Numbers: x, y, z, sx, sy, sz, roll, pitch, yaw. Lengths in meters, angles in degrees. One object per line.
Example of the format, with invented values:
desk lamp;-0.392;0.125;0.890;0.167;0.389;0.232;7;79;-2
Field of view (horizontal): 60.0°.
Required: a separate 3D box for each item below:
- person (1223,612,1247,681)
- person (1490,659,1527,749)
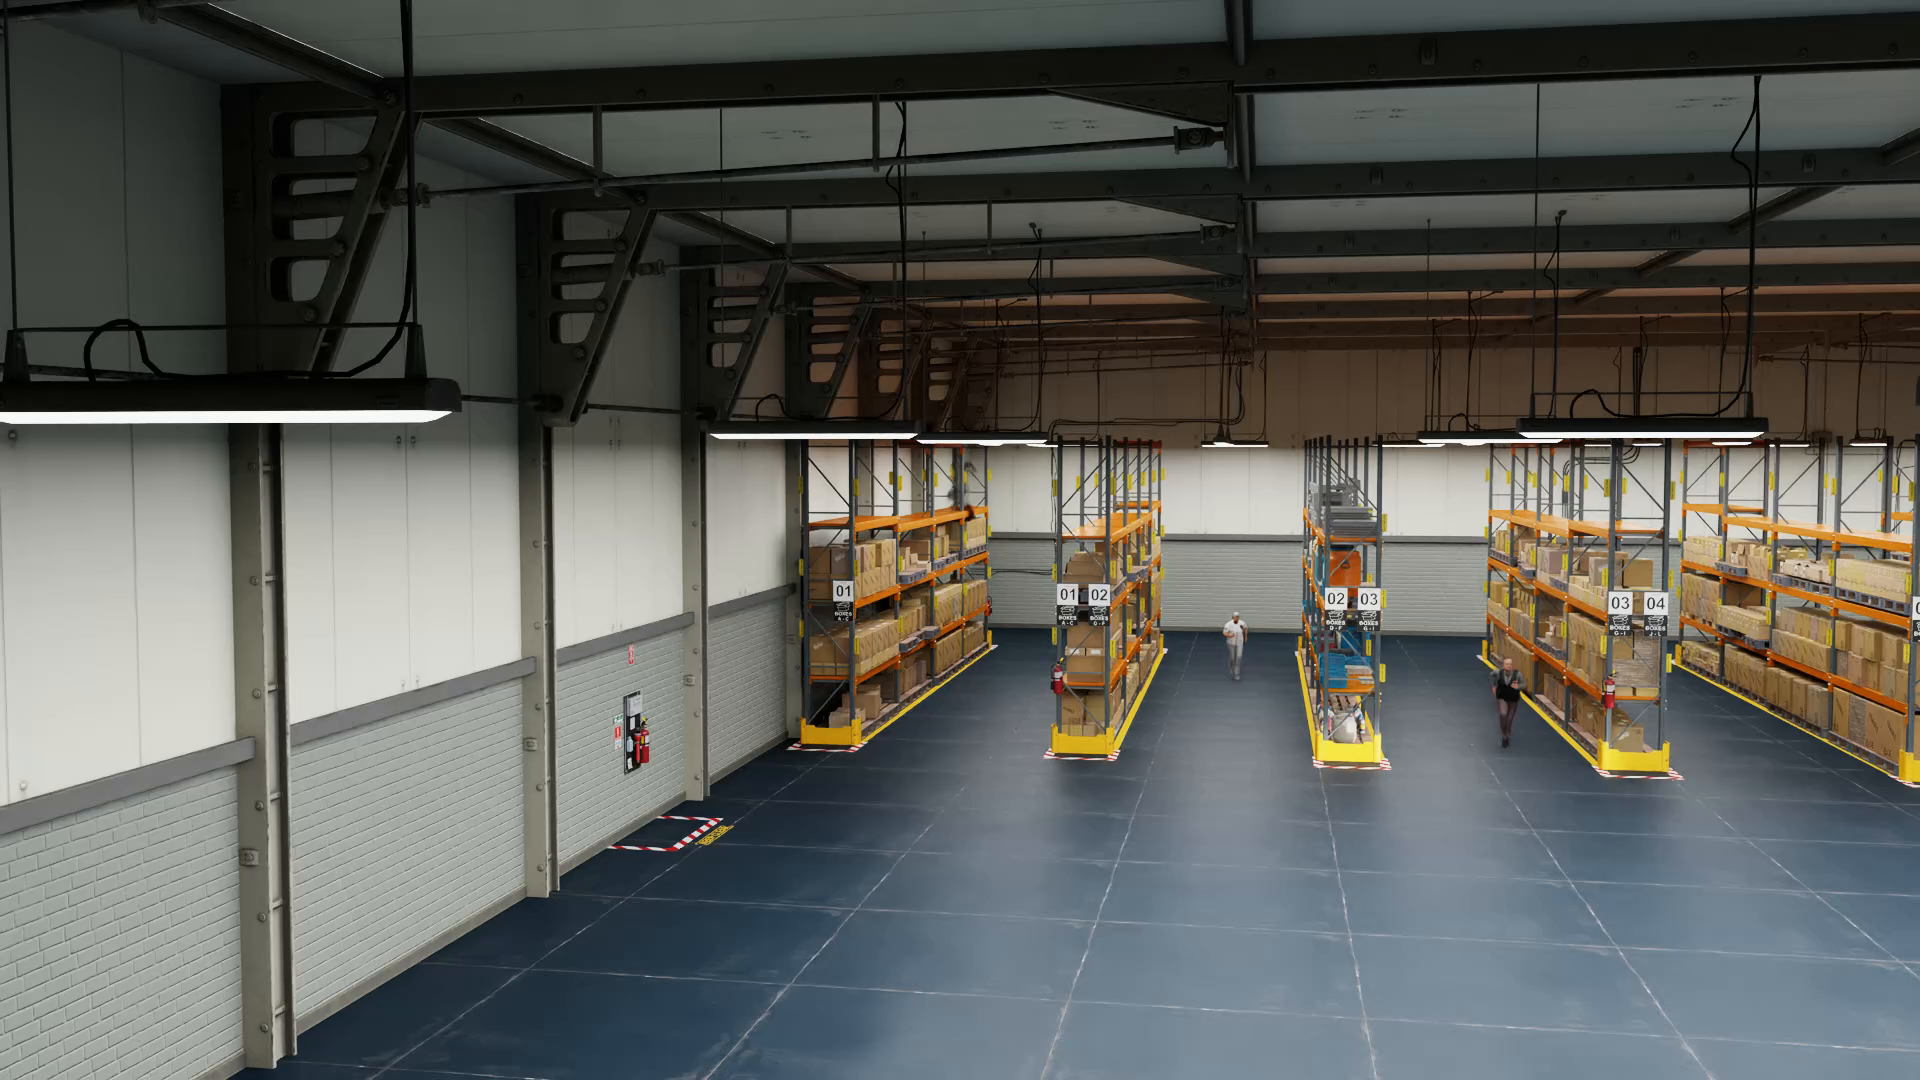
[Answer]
person;6.903;2.646;41.758;0.628;1.703;0.936;0;3;1
person;10.616;3.141;32.247;0.652;1.733;0.958;1;3;11
